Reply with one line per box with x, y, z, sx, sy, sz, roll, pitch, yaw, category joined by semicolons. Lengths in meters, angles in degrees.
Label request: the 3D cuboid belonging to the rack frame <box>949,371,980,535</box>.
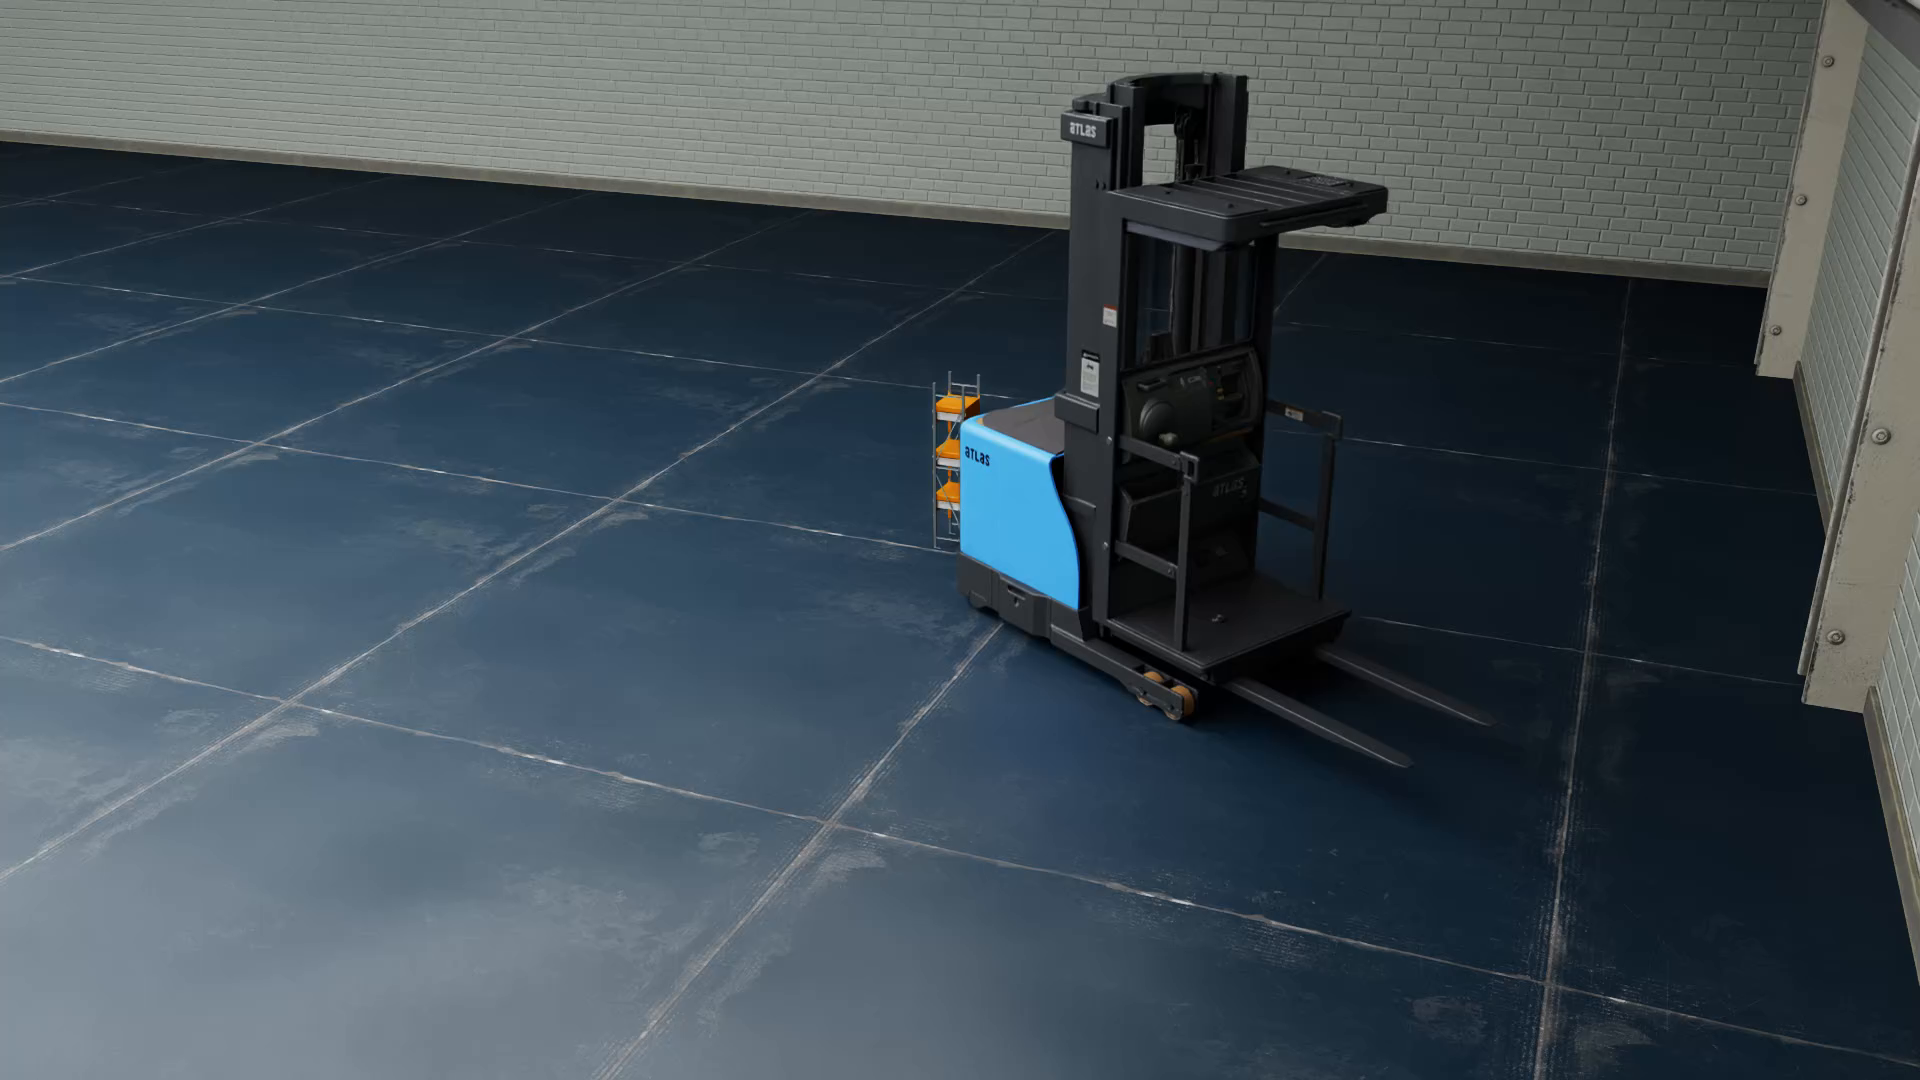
0.025;-0.509;10.106;0.200;1.050;0.008;9;24;20;rack frame

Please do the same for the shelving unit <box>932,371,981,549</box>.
-0.020;-0.465;10.002;0.215;1.050;0.252;9;24;20;shelving unit

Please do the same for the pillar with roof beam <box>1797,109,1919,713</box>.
0.423;-4.003;8.157;9.100;9.000;0.400;9;24;20;pillar with roof beam

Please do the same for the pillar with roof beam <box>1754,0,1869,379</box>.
2.652;-6.150;13.298;9.100;9.000;0.400;9;24;20;pillar with roof beam

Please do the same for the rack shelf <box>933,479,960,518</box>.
-0.020;-0.199;10.113;0.215;0.259;0.240;9;24;20;rack shelf

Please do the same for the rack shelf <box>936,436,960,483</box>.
-0.020;-0.456;10.006;0.215;0.259;0.240;9;24;20;rack shelf

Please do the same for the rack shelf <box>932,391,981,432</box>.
-0.020;-0.717;9.897;0.215;0.259;0.240;9;24;20;rack shelf

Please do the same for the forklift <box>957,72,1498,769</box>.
1.288;-0.686;8.090;1.130;2.935;3.031;-17;28;-35;forklift

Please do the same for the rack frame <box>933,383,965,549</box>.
-0.065;-0.422;9.897;0.200;1.050;0.008;9;24;20;rack frame
